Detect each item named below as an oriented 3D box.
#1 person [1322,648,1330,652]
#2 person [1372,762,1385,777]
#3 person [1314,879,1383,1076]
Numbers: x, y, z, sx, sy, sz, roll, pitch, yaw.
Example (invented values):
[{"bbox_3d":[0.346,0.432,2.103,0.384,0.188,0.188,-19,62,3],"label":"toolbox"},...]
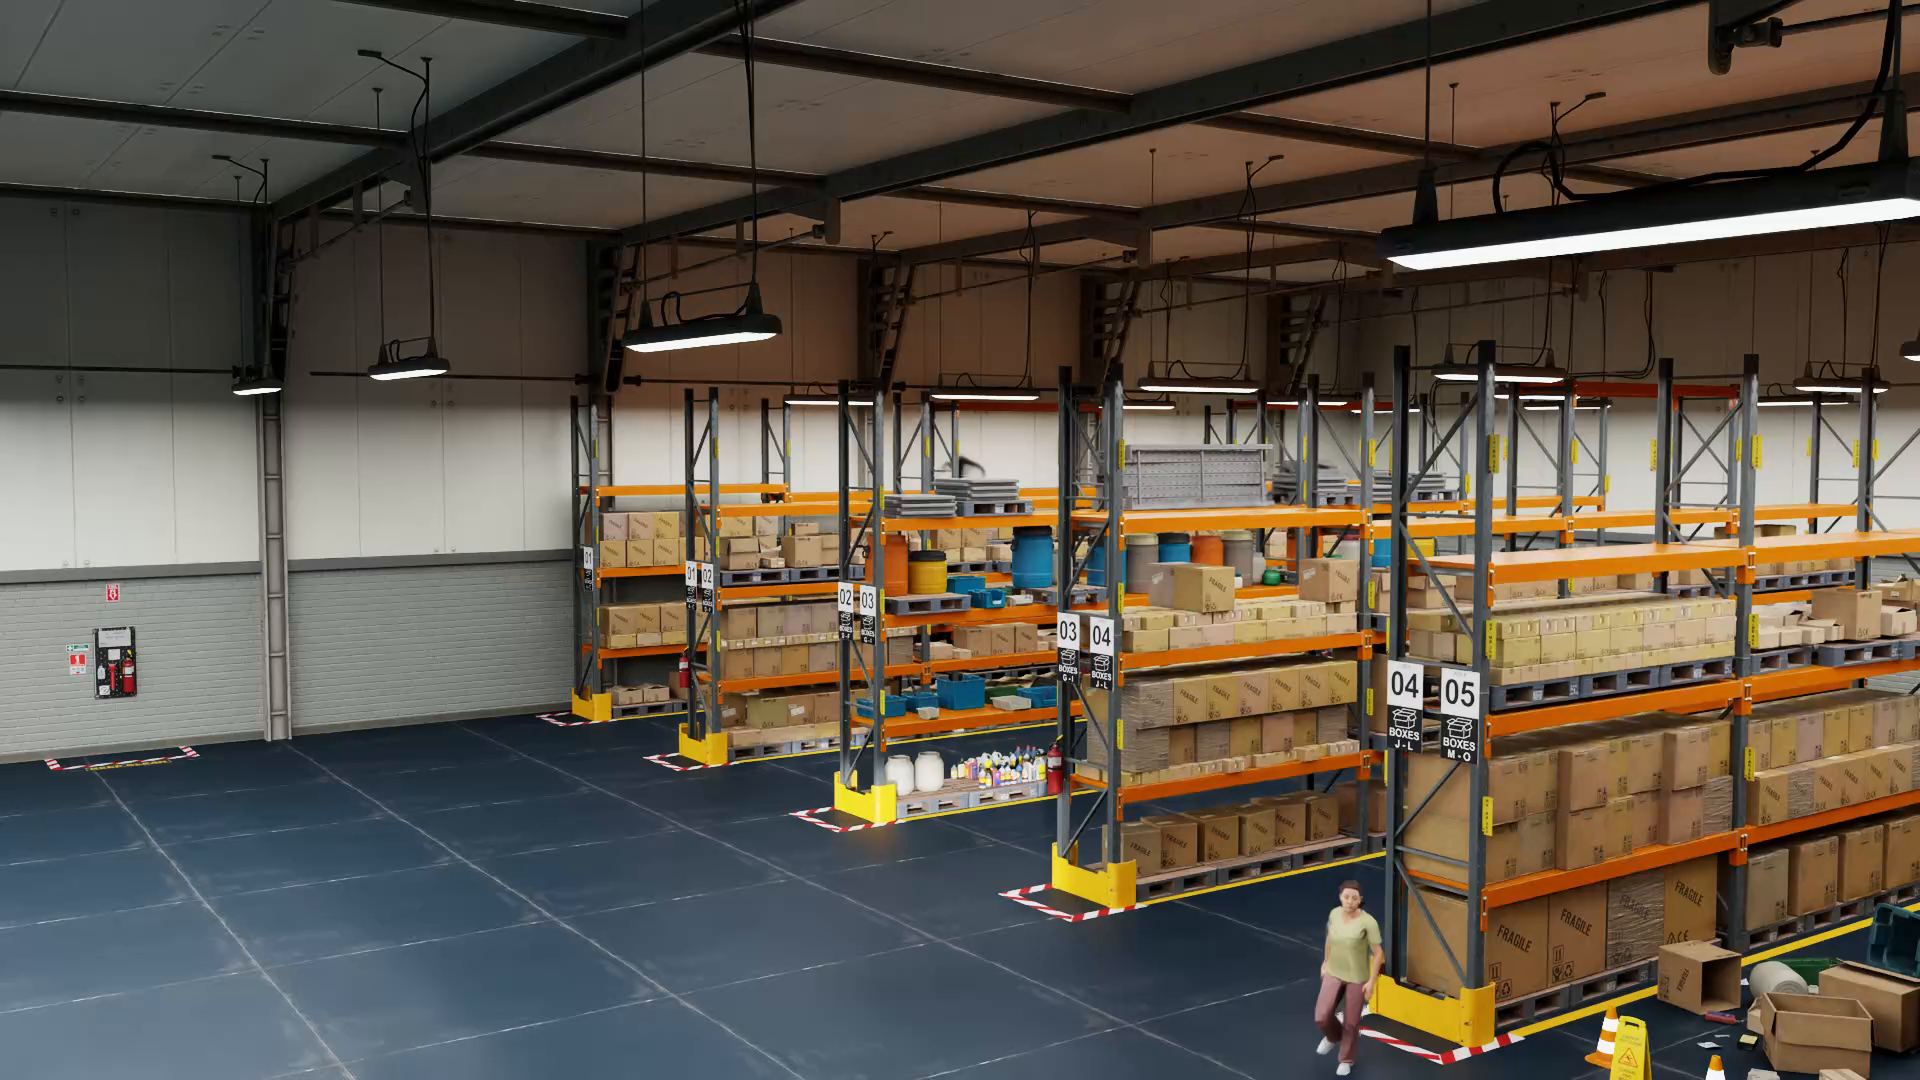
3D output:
[{"bbox_3d":[6.849,2.479,30.768,0.702,1.688,0.524,-3,4,-40],"label":"person"},{"bbox_3d":[6.210,2.872,24.482,0.476,1.695,0.588,0,3,-6],"label":"person"},{"bbox_3d":[3.153,3.537,13.468,0.577,1.644,0.521,2,4,29],"label":"person"}]
